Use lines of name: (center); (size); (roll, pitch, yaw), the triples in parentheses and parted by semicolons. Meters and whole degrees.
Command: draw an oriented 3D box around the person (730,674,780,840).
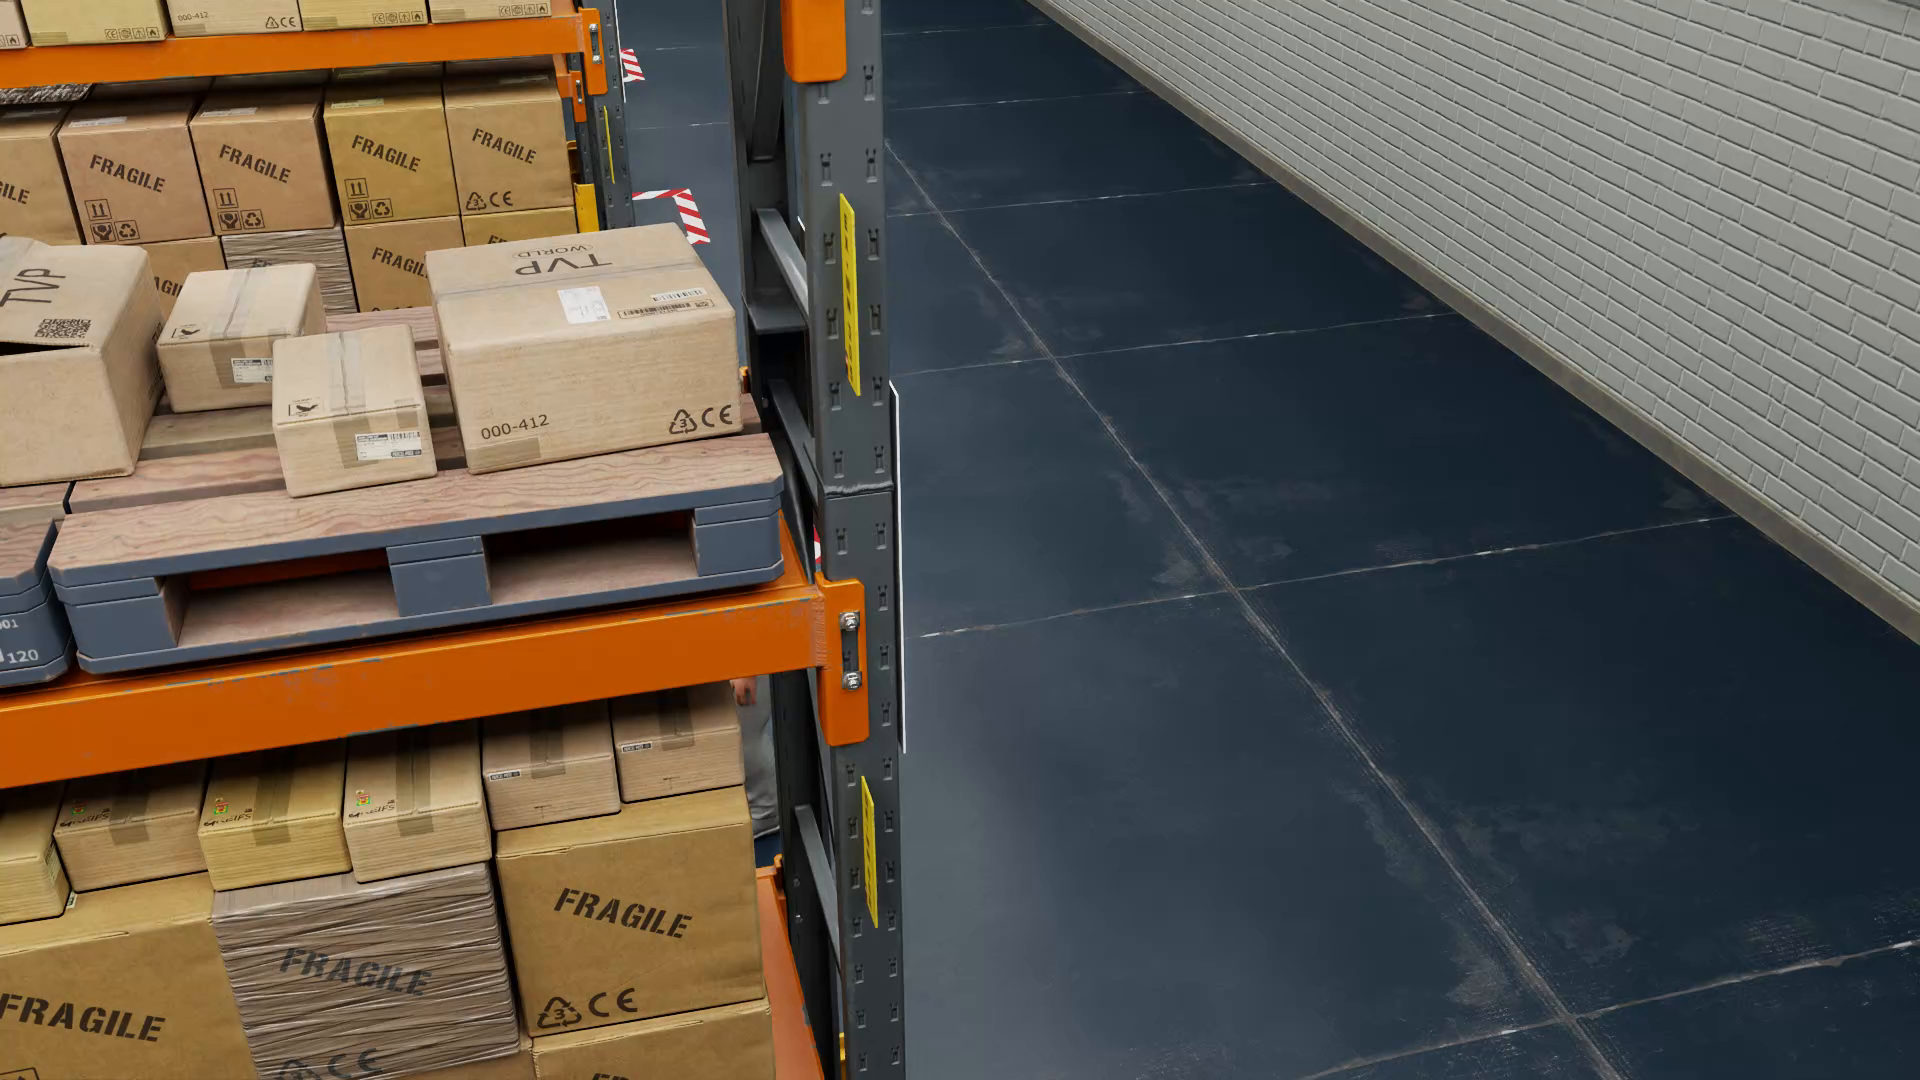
person: (-0.854, 0.375, 6.474); (0.436, 1.749, 0.606); (-10, 31, -16)
